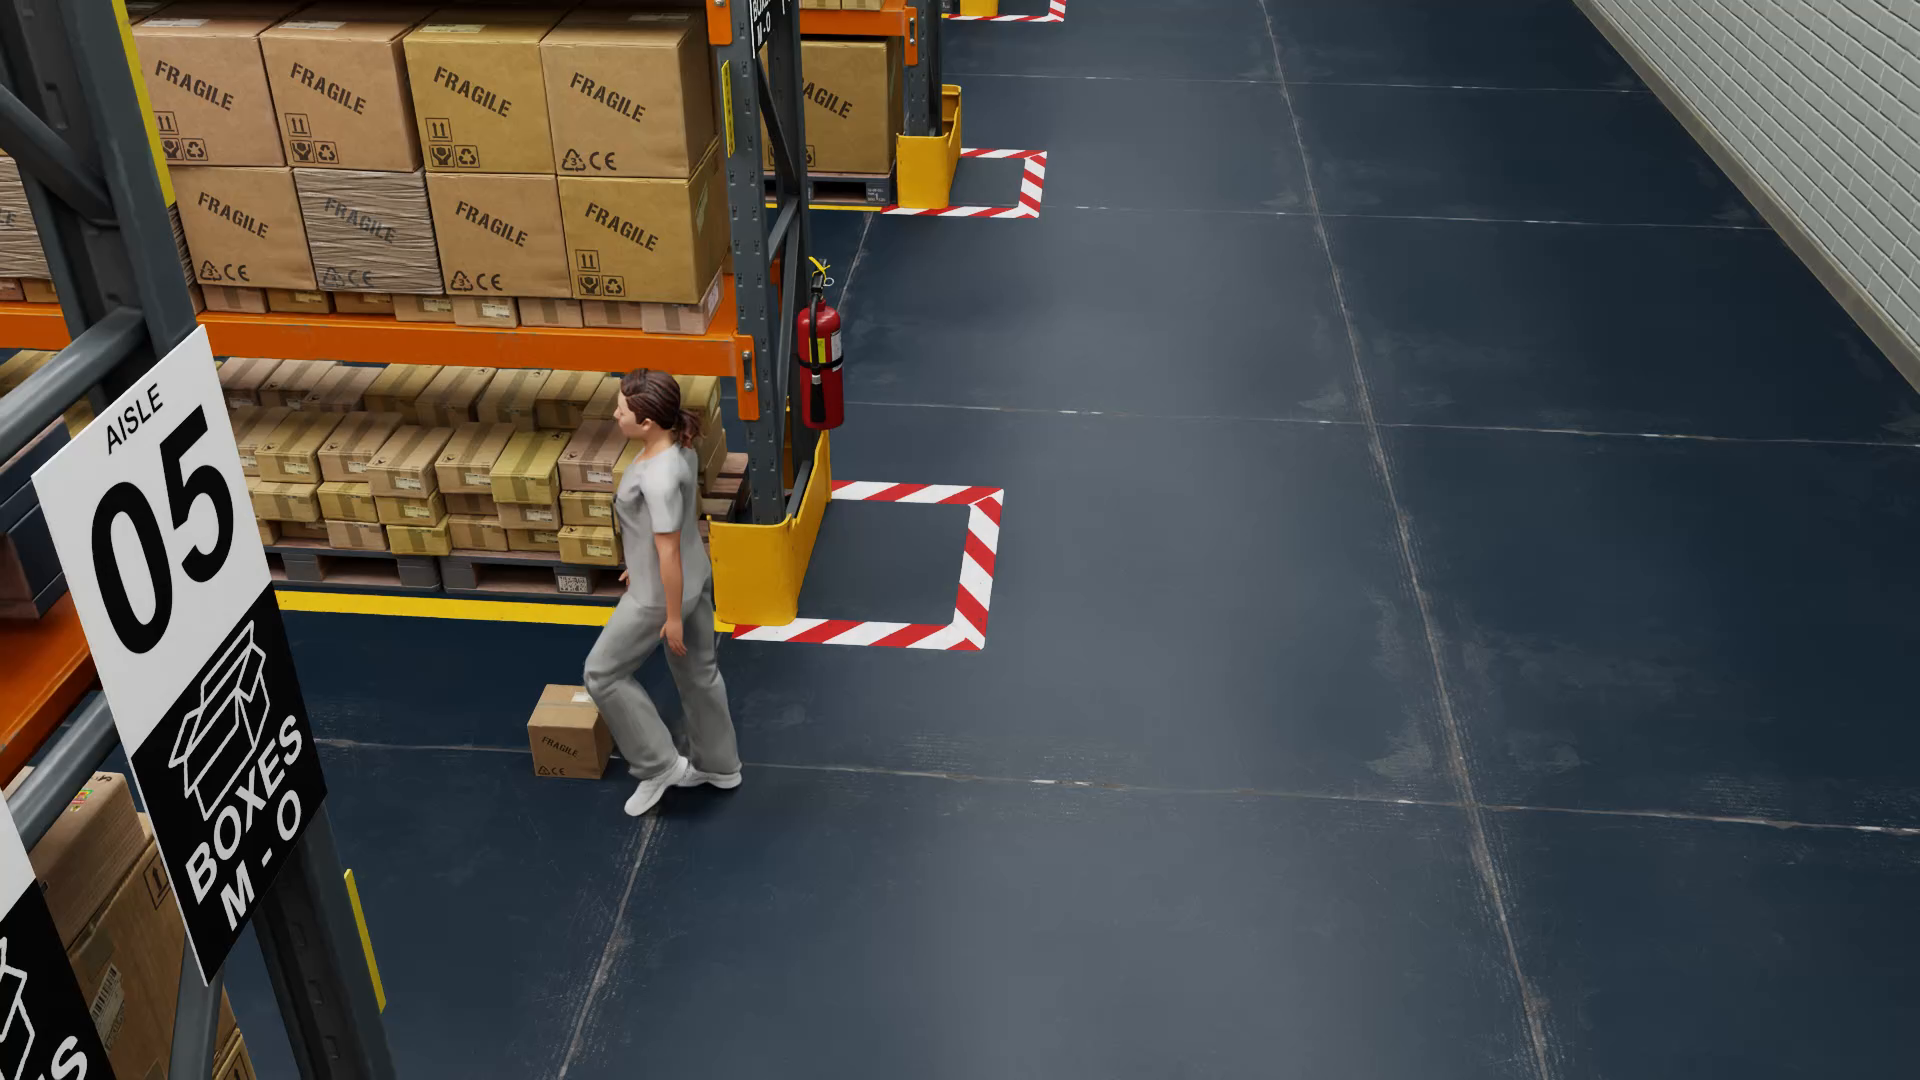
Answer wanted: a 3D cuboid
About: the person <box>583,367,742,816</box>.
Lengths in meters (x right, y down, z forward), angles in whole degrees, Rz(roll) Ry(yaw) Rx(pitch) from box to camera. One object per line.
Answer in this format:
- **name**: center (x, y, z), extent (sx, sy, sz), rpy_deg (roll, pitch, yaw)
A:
- **person**: center (-1.060, 0.183, 5.841), extent (0.504, 1.694, 0.504), rpy_deg (2, 32, 4)
